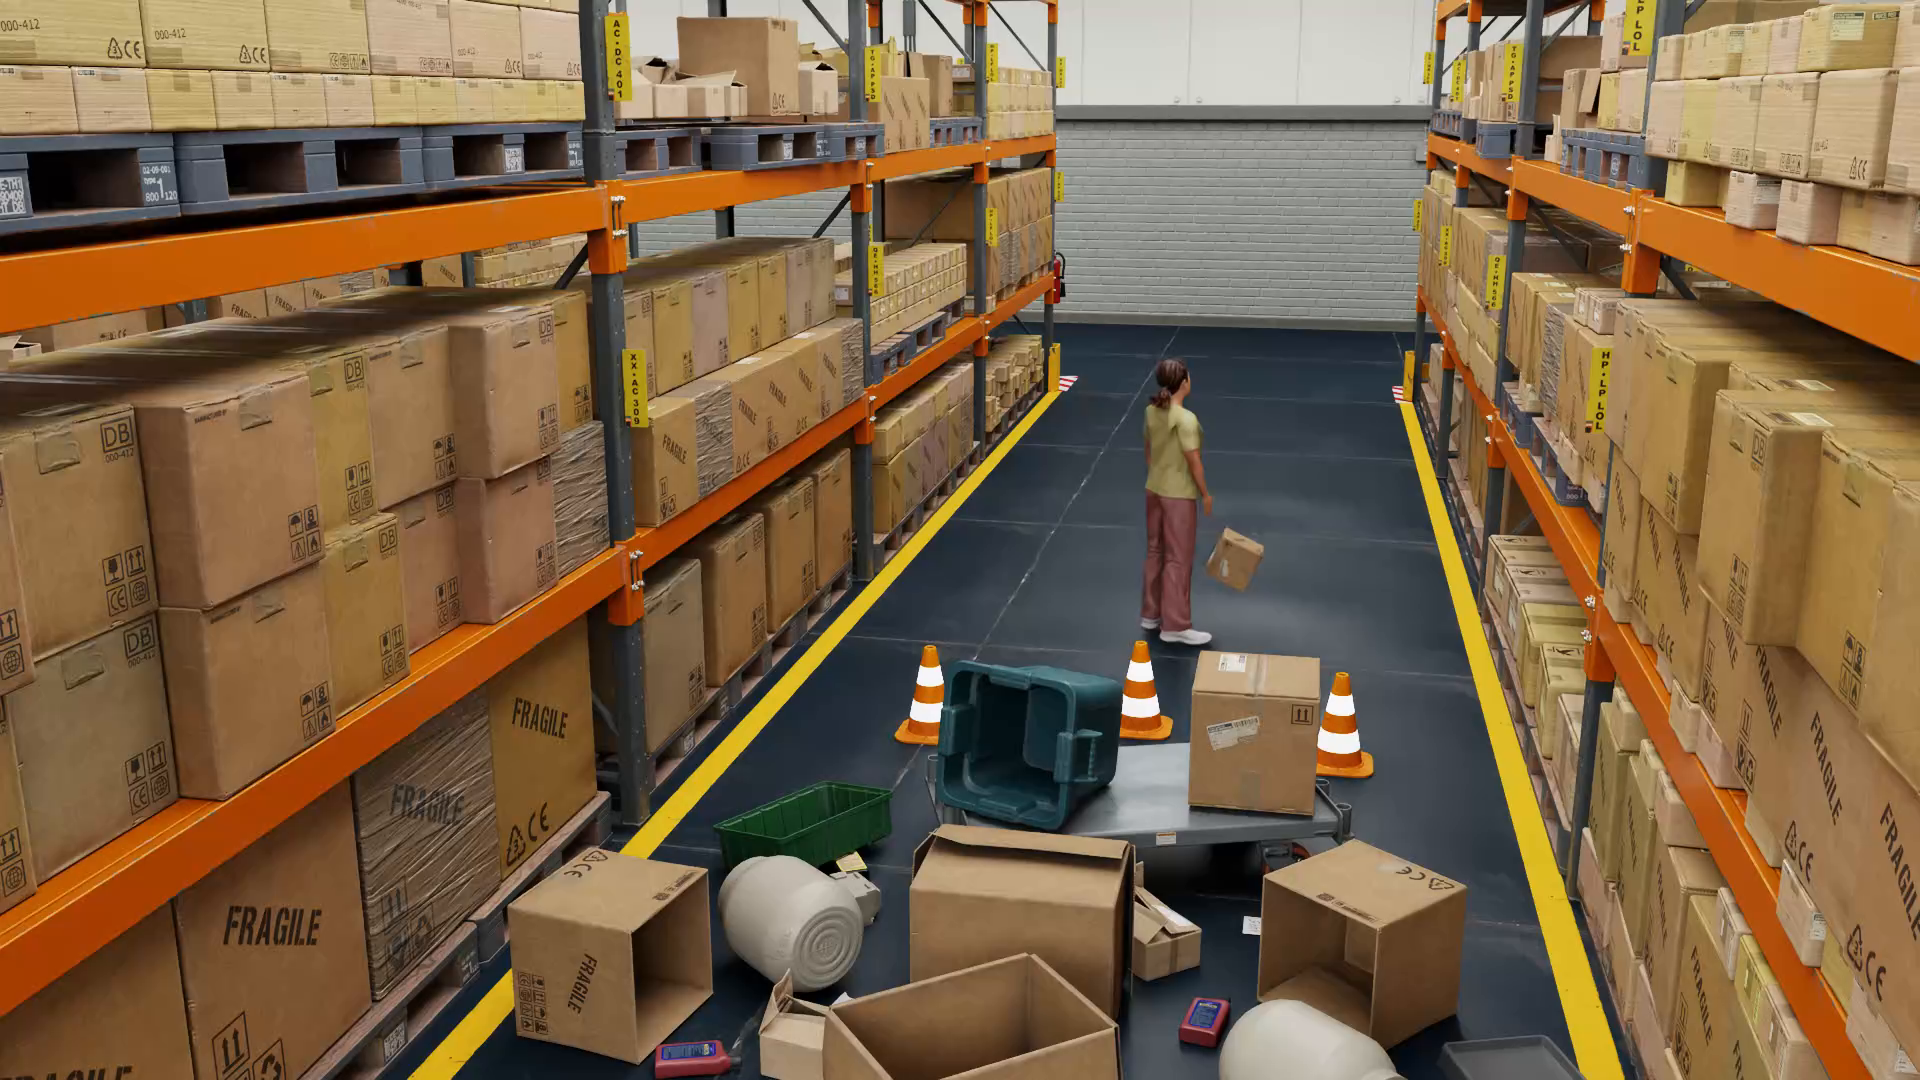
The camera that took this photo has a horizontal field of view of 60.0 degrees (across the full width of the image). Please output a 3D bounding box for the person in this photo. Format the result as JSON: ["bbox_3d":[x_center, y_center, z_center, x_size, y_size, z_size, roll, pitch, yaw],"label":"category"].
[{"bbox_3d":[1.277,-0.243,9.854,0.397,1.683,0.544,-9,17,-30],"label":"person"}]
